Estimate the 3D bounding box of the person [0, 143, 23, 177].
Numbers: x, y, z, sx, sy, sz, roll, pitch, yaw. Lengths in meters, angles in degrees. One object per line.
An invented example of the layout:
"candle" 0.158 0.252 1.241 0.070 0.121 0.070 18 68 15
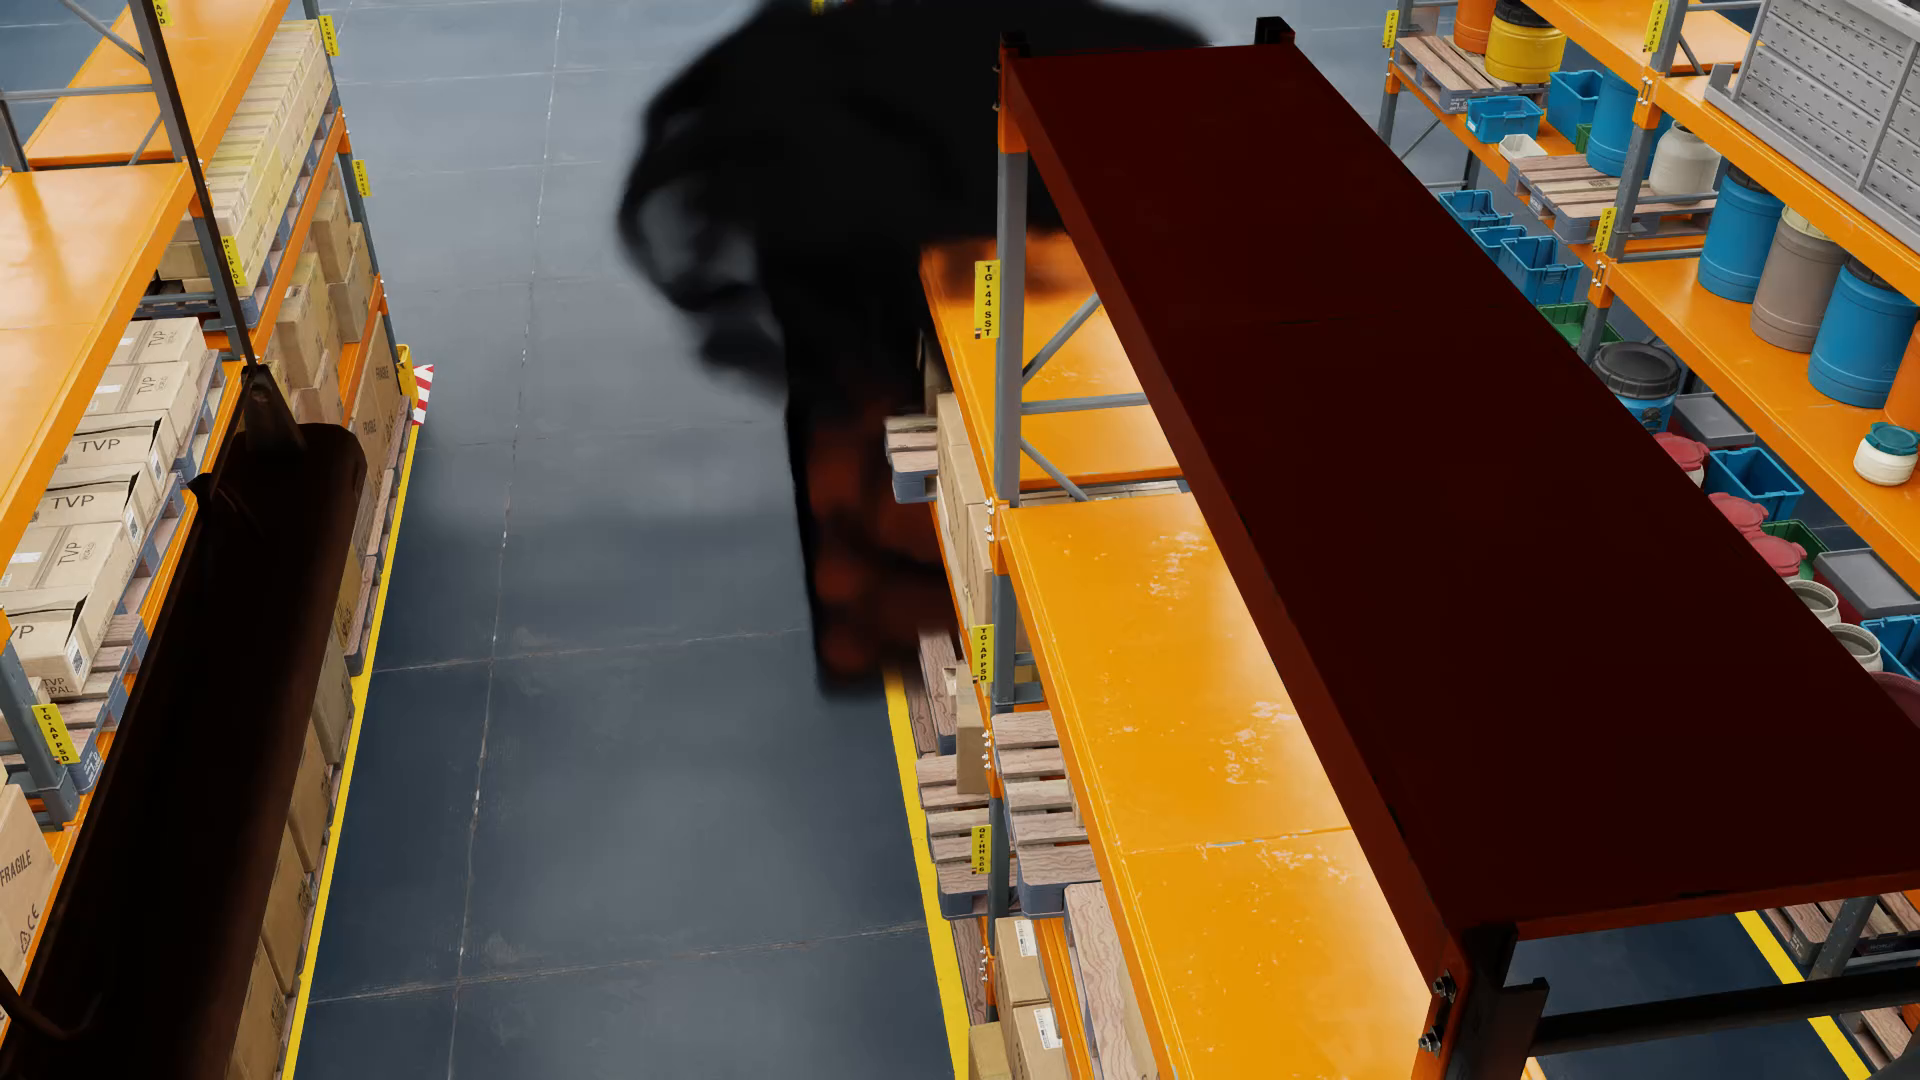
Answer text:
"person" -9.142 -3.225 16.503 0.552 1.605 0.587 30 46 34
